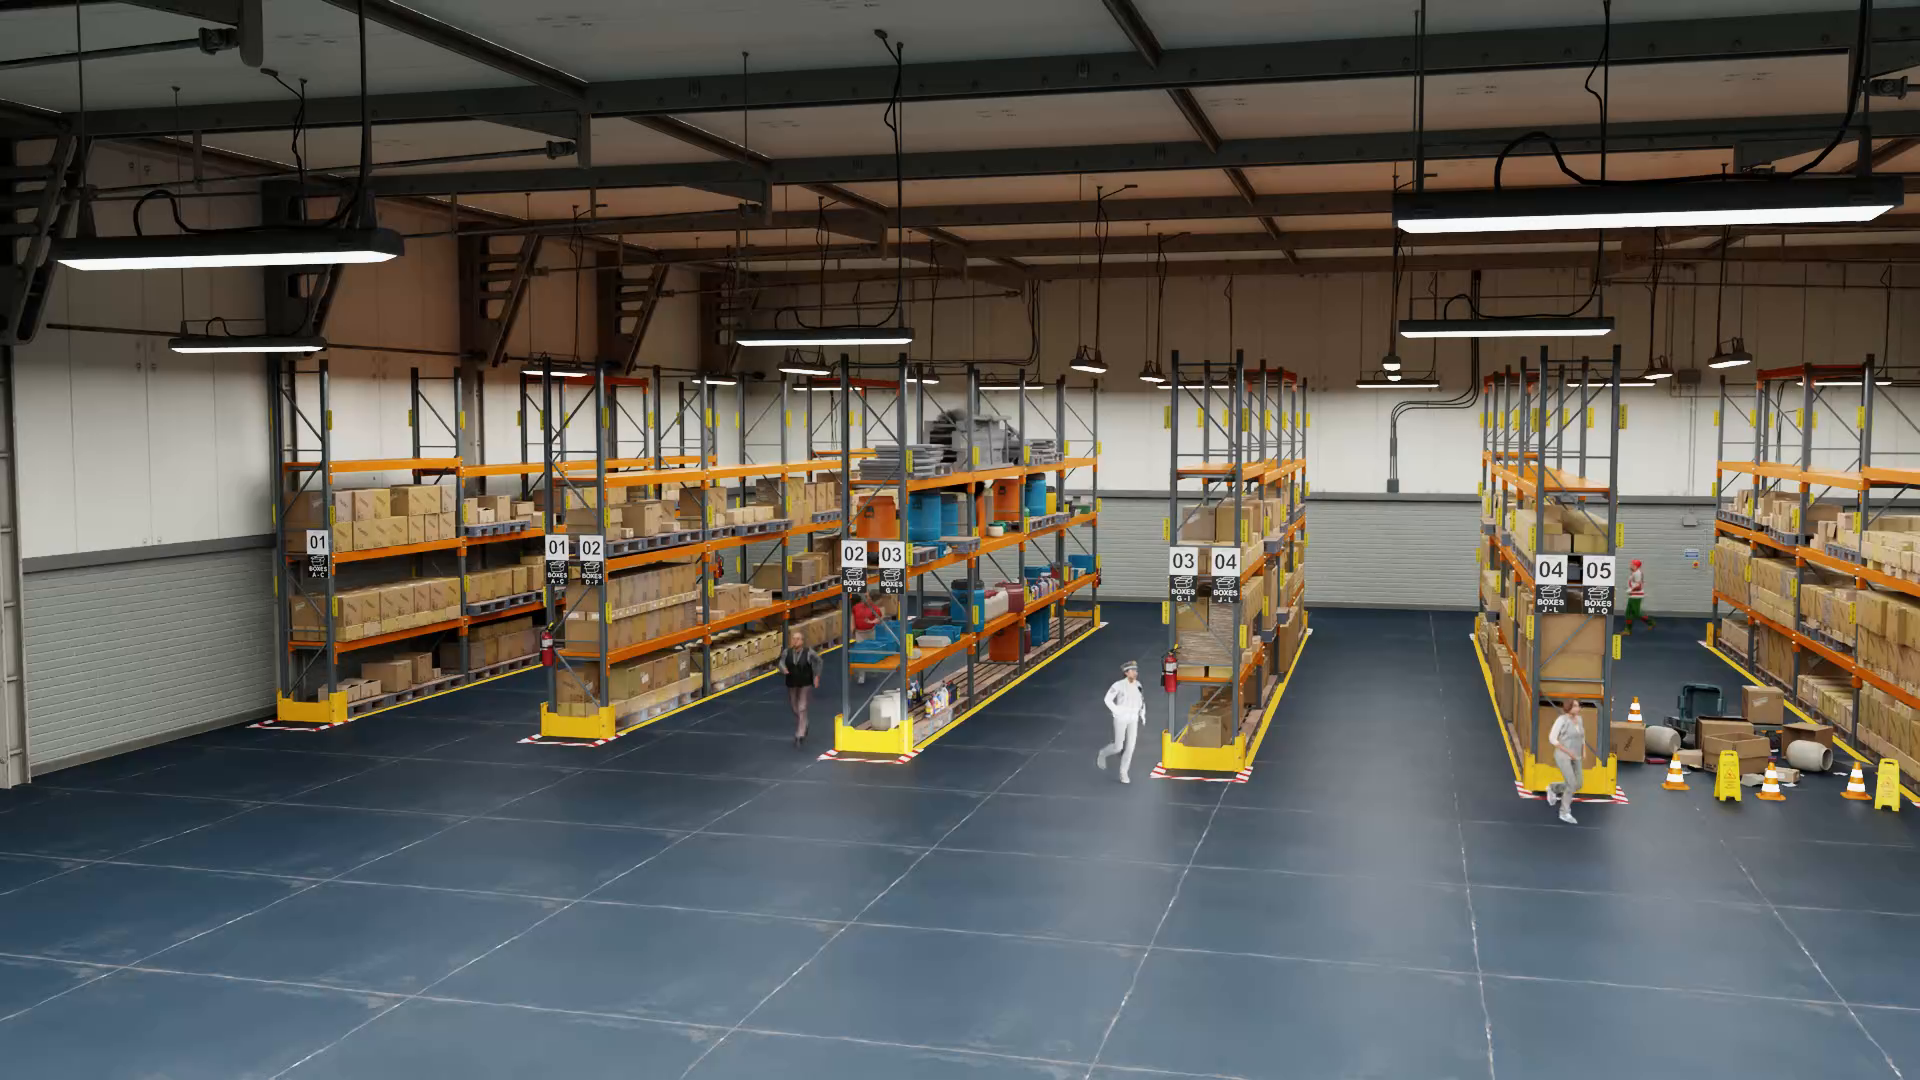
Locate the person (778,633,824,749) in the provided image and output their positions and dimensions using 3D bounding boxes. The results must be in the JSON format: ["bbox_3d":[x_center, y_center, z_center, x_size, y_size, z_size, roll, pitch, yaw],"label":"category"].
[{"bbox_3d":[-2.492,2.299,25.796,0.681,1.750,0.922,1,4,14],"label":"person"}]

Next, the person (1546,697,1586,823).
[{"bbox_3d":[7.607,2.740,20.900,0.581,1.564,0.594,-2,5,-27],"label":"person"}]

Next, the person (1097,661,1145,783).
[{"bbox_3d":[2.344,2.509,23.281,0.674,1.644,0.782,-2,5,-25],"label":"person"}]

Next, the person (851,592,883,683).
[{"bbox_3d":[-1.788,1.831,31.814,0.663,1.713,0.968,1,4,8],"label":"person"}]

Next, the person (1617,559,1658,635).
[{"bbox_3d":[15.680,1.336,38.438,0.870,1.775,0.652,2,4,20],"label":"person"}]
